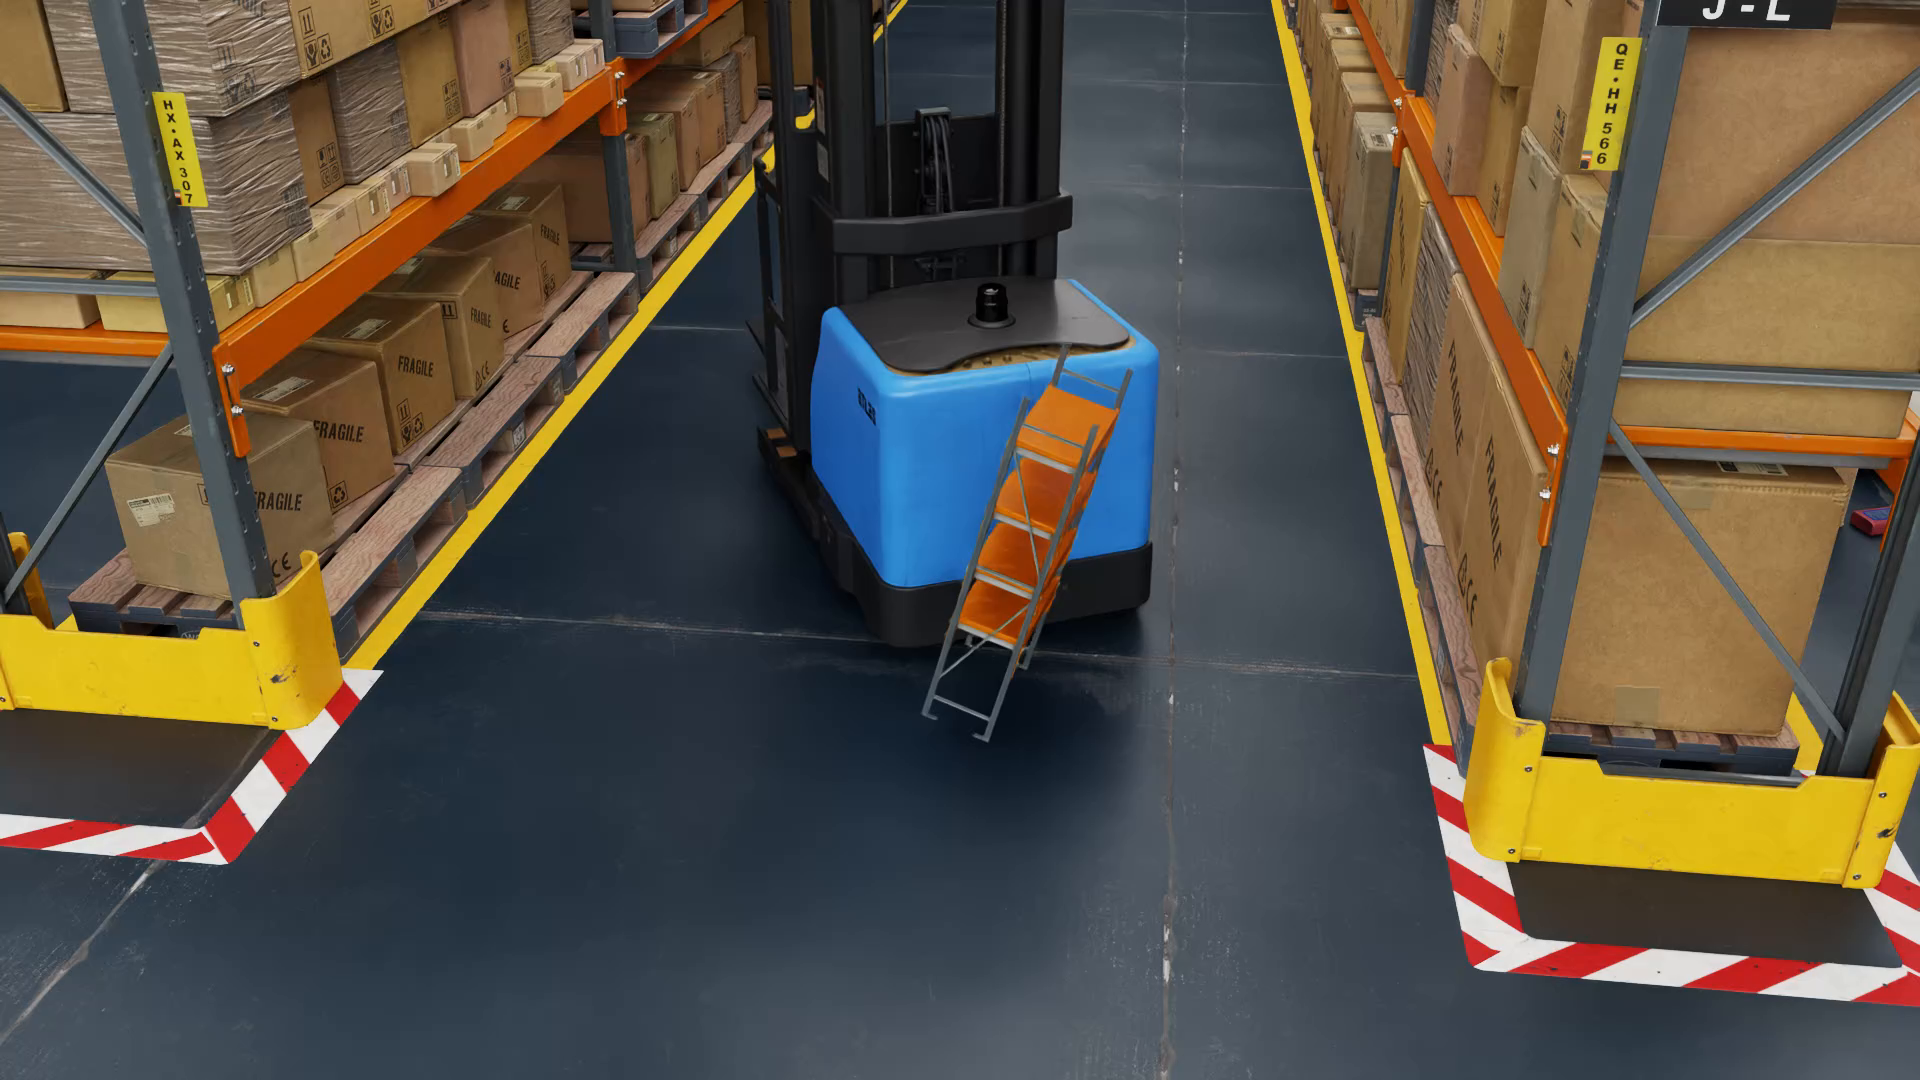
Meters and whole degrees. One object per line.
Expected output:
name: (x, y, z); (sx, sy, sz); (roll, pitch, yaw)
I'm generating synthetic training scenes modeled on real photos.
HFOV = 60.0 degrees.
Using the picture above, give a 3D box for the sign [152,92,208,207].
sign: (-2.222, -1.110, 4.735); (0.100, 0.325, 0.005); (3, 28, 6)

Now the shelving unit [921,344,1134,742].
shelving unit: (0.213, 0.018, 5.395); (0.258, 1.200, 0.503); (22, 30, 8)

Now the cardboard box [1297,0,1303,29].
cardboard box: (3.266, -4.825, 14.736); (0.500, 0.500, 0.500); (4, 29, 8)

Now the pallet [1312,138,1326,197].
pallet: (2.958, -2.596, 11.346); (1.003, 0.211, 1.213); (3, 28, 6)

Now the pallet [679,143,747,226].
pallet: (-2.030, -2.358, 10.904); (1.003, 0.211, 1.213); (3, 28, 6)

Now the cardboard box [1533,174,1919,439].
cardboard box: (2.150, -0.668, 4.669); (0.875, 0.550, 0.550); (3, 28, 6)

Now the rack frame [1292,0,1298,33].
rack frame: (3.620, -6.073, 14.860); (1.000, 3.000, 0.127); (3, 28, 6)

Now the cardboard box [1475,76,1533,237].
cardboard box: (2.413, -1.436, 6.095); (0.875, 0.550, 0.500); (3, 28, 6)

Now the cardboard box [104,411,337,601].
cardboard box: (-2.668, -0.138, 6.035); (0.500, 0.500, 0.500); (9, 30, 16)

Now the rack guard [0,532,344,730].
rack guard: (-2.752, 0.305, 5.658); (1.175, 0.500, 0.348); (3, 28, 6)

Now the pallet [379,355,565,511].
pallet: (-2.465, -0.521, 7.495); (1.003, 0.211, 1.213); (3, 28, 6)

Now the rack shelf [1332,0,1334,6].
rack shelf: (3.375, -4.815, 13.283); (1.077, 0.370, 4.000); (3, 28, 6)

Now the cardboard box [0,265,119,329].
cardboard box: (-2.931, -0.796, 5.329); (0.380, 0.149, 0.250); (3, 28, 6)

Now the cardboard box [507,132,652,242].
cardboard box: (-2.174, -2.024, 9.516); (0.700, 0.500, 0.500); (1, 28, 2)

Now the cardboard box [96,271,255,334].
cardboard box: (-2.489, -0.770, 5.281); (0.380, 0.149, 0.250); (3, 28, 6)

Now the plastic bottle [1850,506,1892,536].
plastic bottle: (3.831, -0.083, 6.840); (0.283, 0.061, 0.133); (-6, 29, -11)

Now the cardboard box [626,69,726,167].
cardboard box: (-1.961, -2.773, 10.907); (0.700, 0.500, 0.500); (6, 29, 10)

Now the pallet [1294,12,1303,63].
pallet: (3.526, -4.479, 14.841); (1.003, 0.211, 1.213); (3, 28, 6)

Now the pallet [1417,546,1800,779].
pallet: (2.170, 0.422, 5.743); (1.003, 0.211, 1.213); (3, 28, 6)

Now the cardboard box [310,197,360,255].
cardboard box: (-2.384, -1.122, 5.935); (0.380, 0.149, 0.250); (3, 28, 6)

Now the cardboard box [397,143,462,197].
cardboard box: (-2.209, -1.470, 6.581); (0.380, 0.149, 0.250); (3, 28, 6)

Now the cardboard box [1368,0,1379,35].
cardboard box: (2.562, -3.088, 9.214); (0.500, 0.500, 0.500); (4, 29, 7)

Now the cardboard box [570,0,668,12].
cardboard box: (-2.035, -3.458, 8.930); (1.000, 1.000, 1.000); (4, 29, 7)

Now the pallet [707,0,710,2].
pallet: (-1.983, -3.507, 10.300); (1.003, 0.211, 1.213); (3, 28, 6)

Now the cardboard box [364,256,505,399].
cardboard box: (-2.420, -0.975, 7.589); (0.500, 0.500, 0.500); (1, 28, 2)

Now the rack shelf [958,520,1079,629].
rack shelf: (0.195, 0.074, 5.428); (0.258, 0.148, 0.480); (22, 30, 8)

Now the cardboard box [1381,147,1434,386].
cardboard box: (2.493, -1.265, 7.732); (0.875, 0.875, 0.875); (4, 29, 7)

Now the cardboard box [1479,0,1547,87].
cardboard box: (2.348, -1.915, 5.846); (0.875, 0.550, 0.500); (3, 28, 6)

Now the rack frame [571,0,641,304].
rack frame: (-2.271, -2.643, 8.493); (1.000, 3.000, 0.127); (3, 28, 6)

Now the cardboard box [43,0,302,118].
cardboard box: (-2.423, -1.618, 5.118); (0.500, 0.500, 0.500); (3, 28, 6)

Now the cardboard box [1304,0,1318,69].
cardboard box: (3.067, -4.093, 13.378); (0.500, 0.500, 0.500); (2, 28, 4)

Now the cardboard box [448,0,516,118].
cardboard box: (-2.445, -2.135, 7.132); (0.875, 0.500, 0.500); (3, 28, 6)

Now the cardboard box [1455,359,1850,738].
cardboard box: (2.167, 0.003, 5.379); (0.875, 0.875, 0.875); (4, 29, 6)

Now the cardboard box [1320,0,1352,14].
cardboard box: (2.953, -3.942, 12.306); (0.500, 0.250, 0.500); (3, 28, 5)

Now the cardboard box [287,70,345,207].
cardboard box: (-2.724, -1.435, 5.831); (0.875, 0.500, 0.500); (3, 28, 6)

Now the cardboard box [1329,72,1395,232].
cardboard box: (2.748, -2.253, 9.698); (1.050, 0.750, 0.750); (3, 28, 6)

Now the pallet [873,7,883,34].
pallet: (-1.310, -4.814, 15.462); (1.003, 0.211, 1.213); (3, 28, 6)

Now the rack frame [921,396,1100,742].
rack frame: (0.141, 0.120, 5.186); (0.240, 1.200, 0.015); (22, 30, 8)

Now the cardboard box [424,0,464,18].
cardboard box: (-2.240, -2.324, 6.429); (0.500, 0.500, 0.500); (3, 28, 6)

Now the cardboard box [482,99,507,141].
cardboard box: (-2.208, -1.829, 7.247); (0.380, 0.149, 0.250); (3, 28, 6)

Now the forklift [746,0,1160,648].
forklift: (-0.256, -1.589, 6.610); (1.130, 2.935, 3.031); (-9, 30, -17)

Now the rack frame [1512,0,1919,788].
rack frame: (2.149, -0.424, 4.375); (1.000, 3.000, 0.127); (3, 28, 6)

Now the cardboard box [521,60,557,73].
cardboard box: (-2.136, -2.183, 7.904); (0.380, 0.149, 0.250); (3, 28, 6)
